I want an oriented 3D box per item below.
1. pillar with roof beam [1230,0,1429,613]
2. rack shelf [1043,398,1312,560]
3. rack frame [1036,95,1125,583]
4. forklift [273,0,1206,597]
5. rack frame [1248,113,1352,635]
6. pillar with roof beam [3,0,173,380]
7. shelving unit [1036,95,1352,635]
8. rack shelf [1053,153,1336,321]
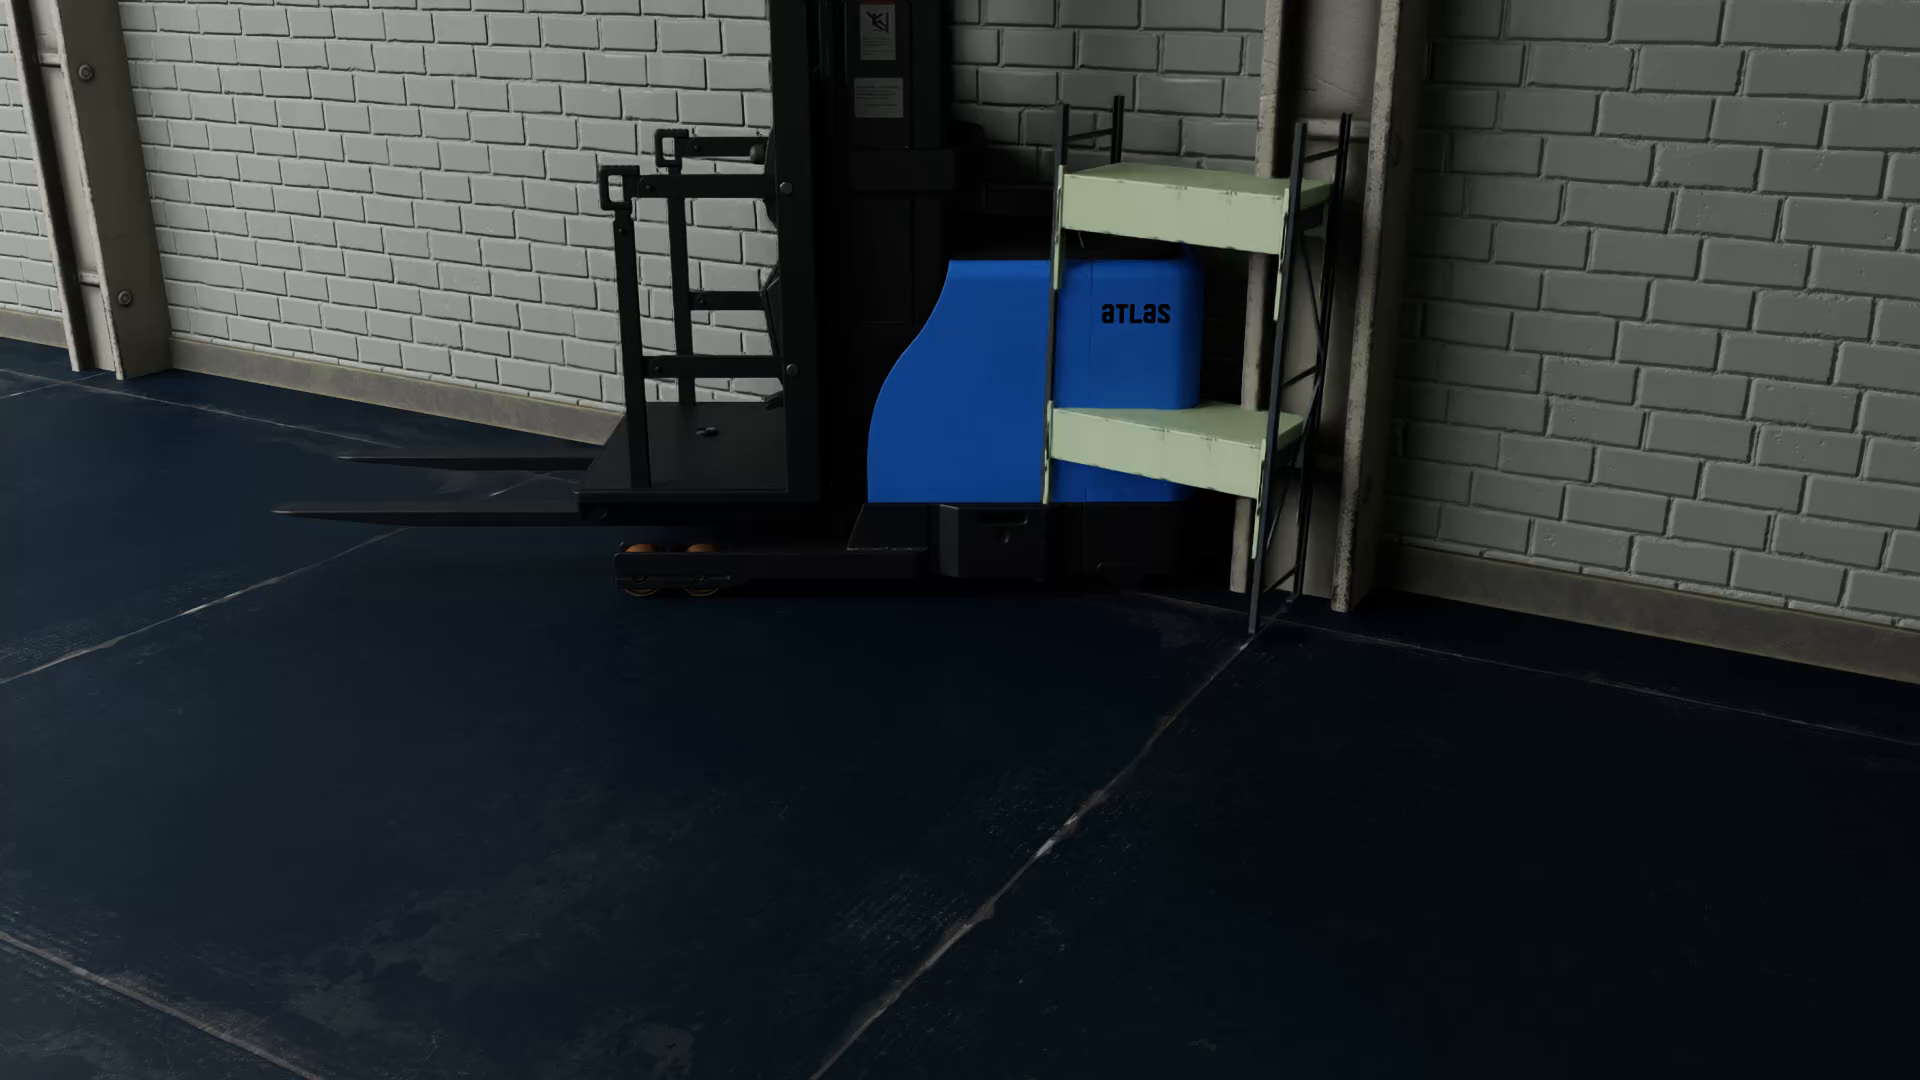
[{"bbox_3d":[-0.975,-2.797,0.380,0.400,9.000,9.100,11,23,27],"label":"pillar with roof beam"},{"bbox_3d":[0.681,-0.244,5.201,0.720,0.370,0.431,13,23,29],"label":"rack shelf"},{"bbox_3d":[0.378,-0.623,5.269,0.023,1.500,0.400,13,23,29],"label":"rack frame"},{"bbox_3d":[-0.748,-1.377,5.362,3.031,2.935,1.130,0,20,0],"label":"forklift"},{"bbox_3d":[1.002,-0.477,4.913,0.023,1.500,0.400,13,23,29],"label":"rack frame"},{"bbox_3d":[-6.213,-3.795,3.131,0.400,9.000,9.100,11,23,27],"label":"pillar with roof beam"},{"bbox_3d":[0.690,-0.550,5.091,0.755,1.500,0.431,13,23,29],"label":"shelving unit"},{"bbox_3d":[0.700,-0.917,4.959,0.720,0.370,0.431,13,23,29],"label":"rack shelf"}]
